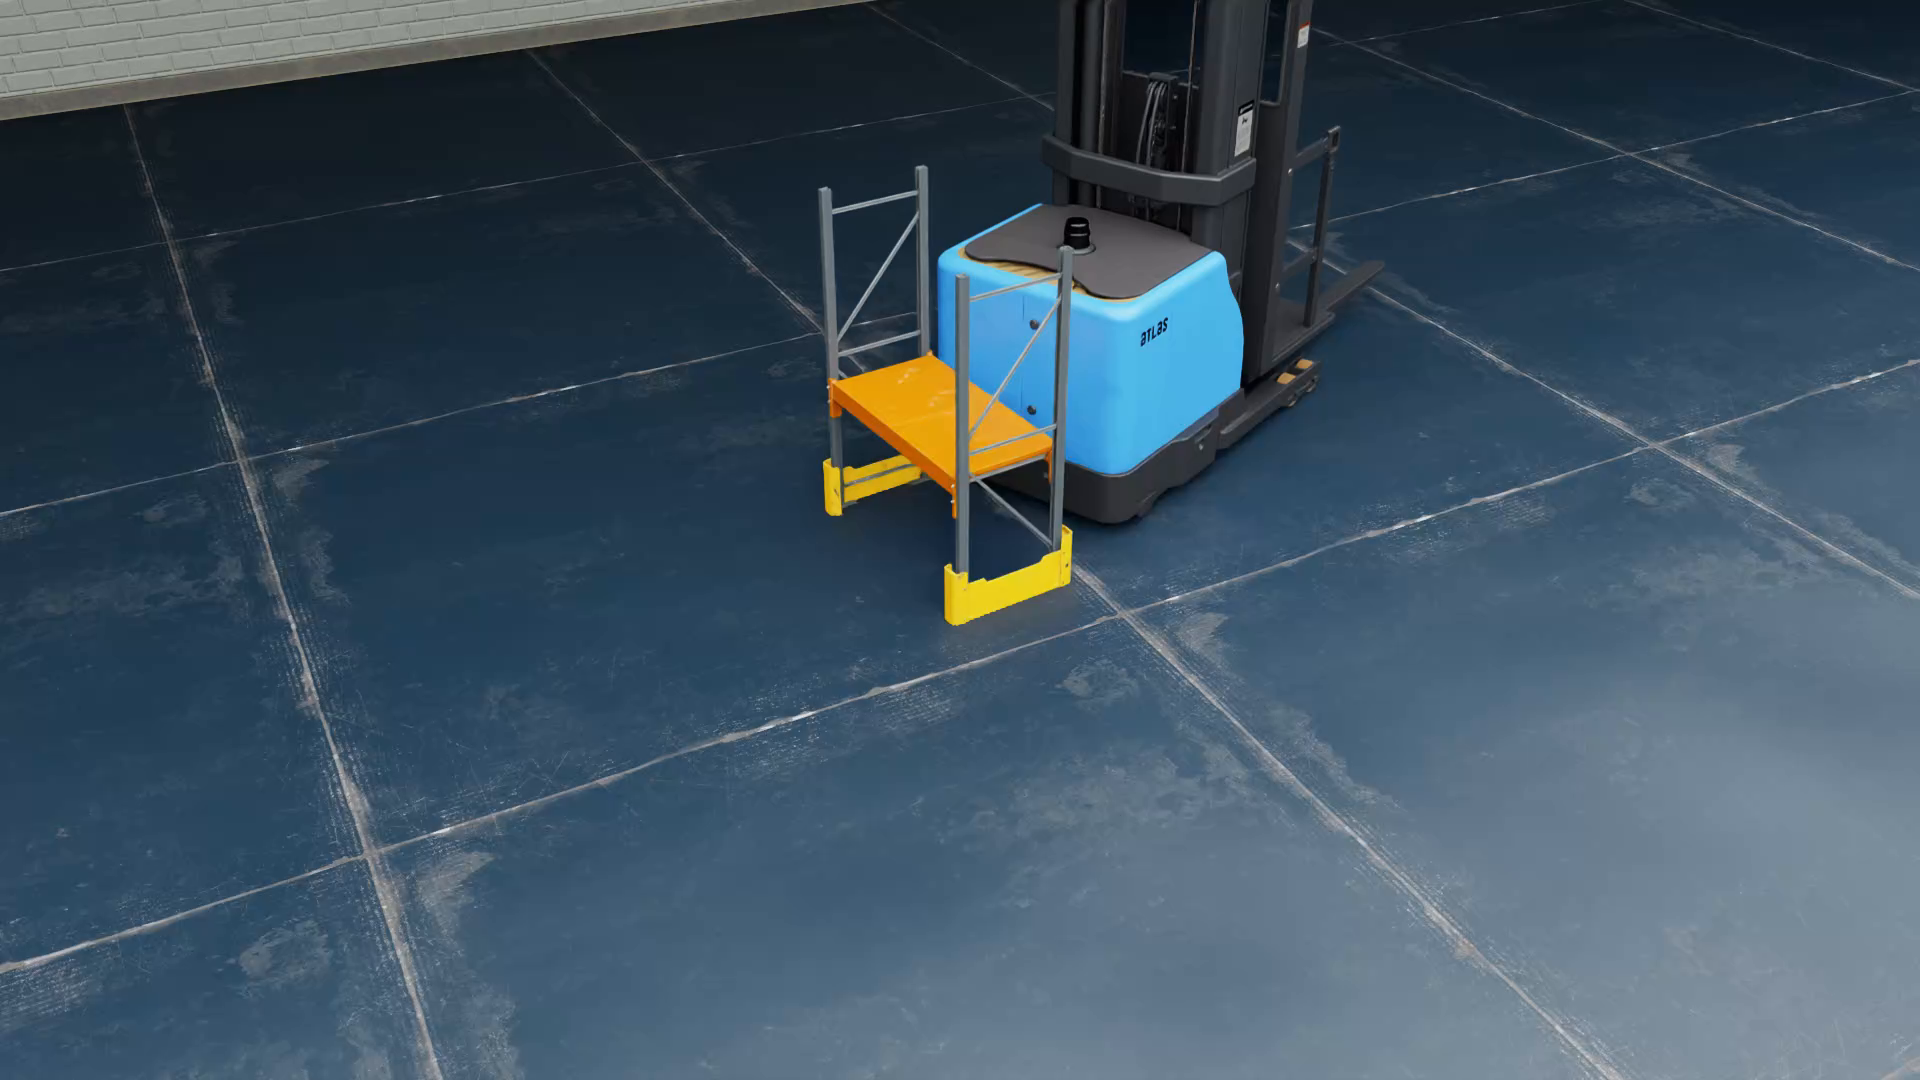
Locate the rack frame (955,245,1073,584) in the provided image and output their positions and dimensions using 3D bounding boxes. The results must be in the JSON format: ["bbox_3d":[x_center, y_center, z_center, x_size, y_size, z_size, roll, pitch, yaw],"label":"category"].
[{"bbox_3d":[0.200,-0.383,6.458,0.500,1.500,0.032,-19,37,-27],"label":"rack frame"}]

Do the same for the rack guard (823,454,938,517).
[{"bbox_3d":[-0.341,-0.309,7.500,0.587,0.250,0.087,-19,37,-27],"label":"rack guard"}]

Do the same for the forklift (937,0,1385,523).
[{"bbox_3d":[1.177,-2.043,7.721,1.130,2.935,3.031,22,39,31],"label":"forklift"}]

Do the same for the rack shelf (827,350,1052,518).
[{"bbox_3d":[-0.076,-0.462,6.914,0.538,0.185,1.000,-19,37,-27],"label":"rack shelf"}]

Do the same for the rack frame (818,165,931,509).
[{"bbox_3d":[-0.352,-0.844,7.177,0.500,1.500,0.032,-19,37,-27],"label":"rack frame"}]

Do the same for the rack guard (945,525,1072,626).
[{"bbox_3d":[0.200,0.142,6.796,0.587,0.250,0.087,-19,37,-27],"label":"rack guard"}]

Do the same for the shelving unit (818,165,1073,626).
[{"bbox_3d":[-0.071,-0.609,6.811,0.587,1.500,1.083,-19,37,-27],"label":"shelving unit"}]
